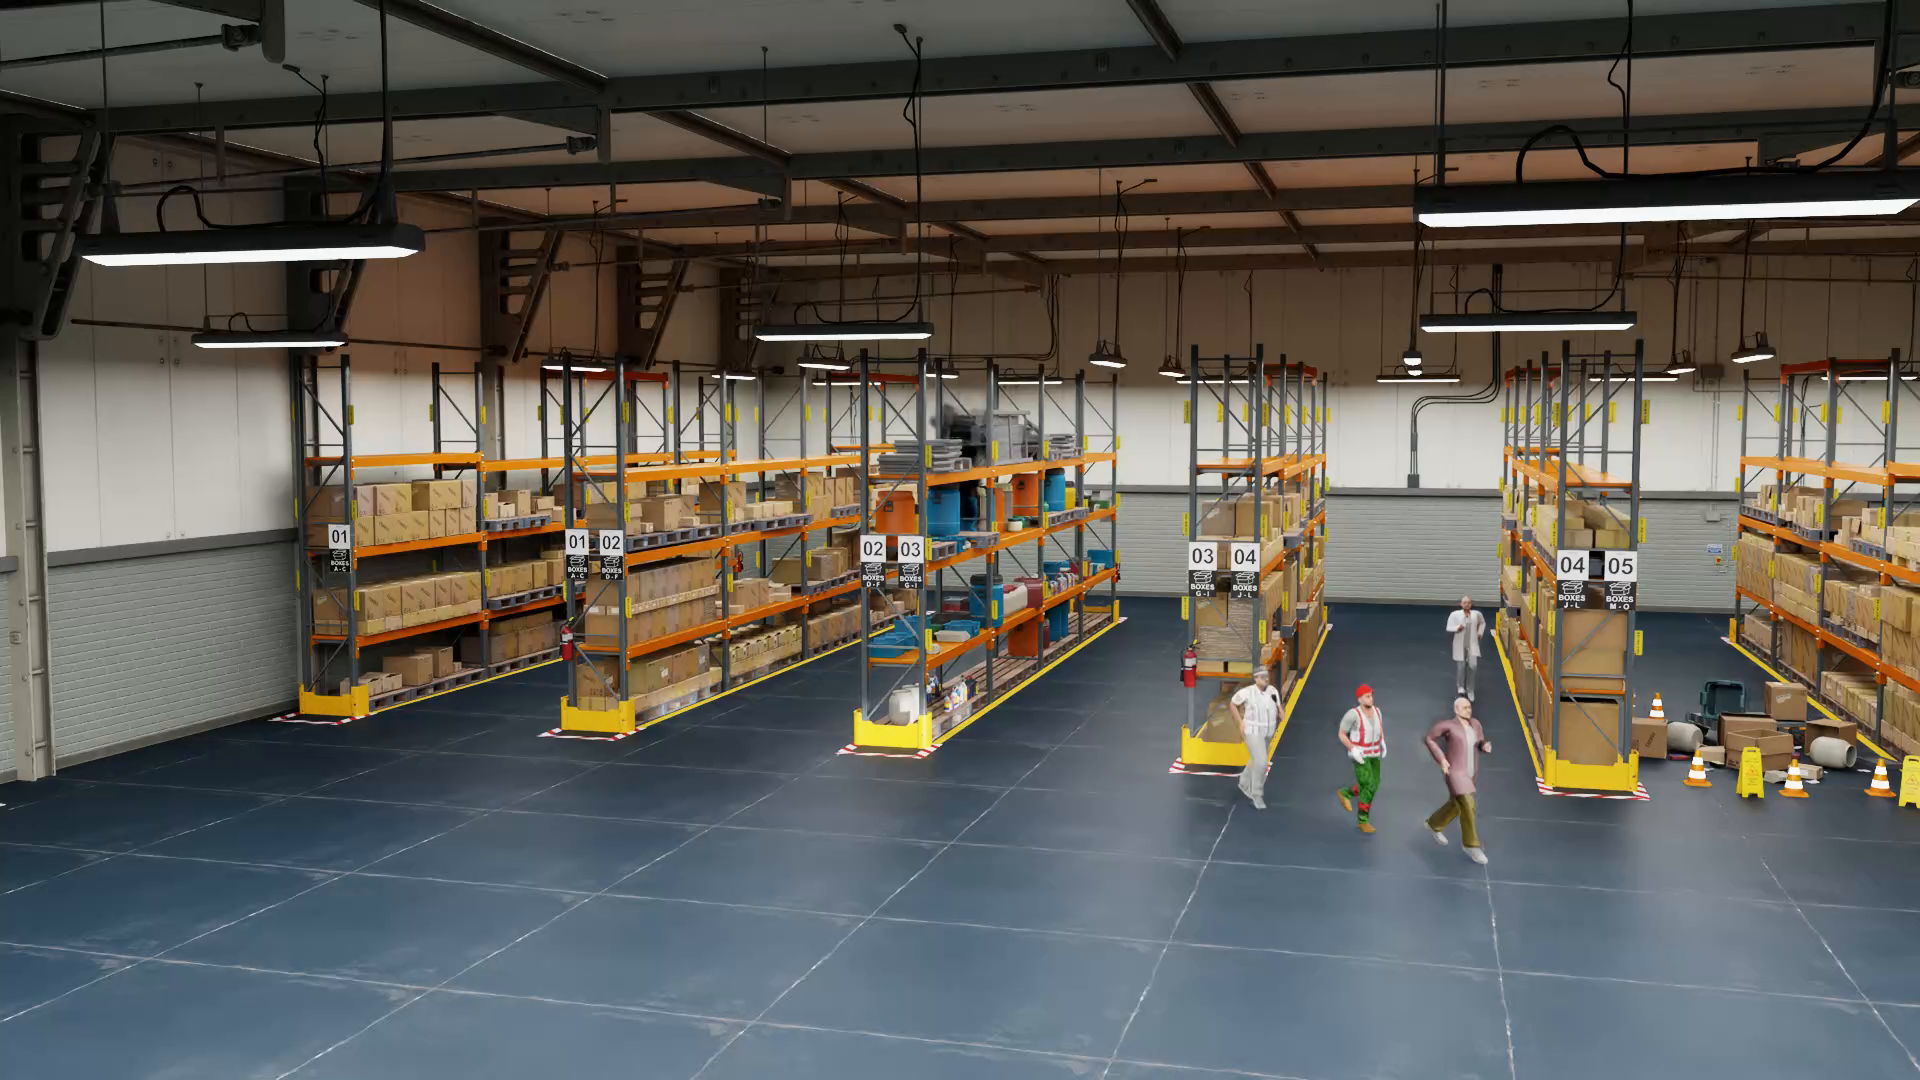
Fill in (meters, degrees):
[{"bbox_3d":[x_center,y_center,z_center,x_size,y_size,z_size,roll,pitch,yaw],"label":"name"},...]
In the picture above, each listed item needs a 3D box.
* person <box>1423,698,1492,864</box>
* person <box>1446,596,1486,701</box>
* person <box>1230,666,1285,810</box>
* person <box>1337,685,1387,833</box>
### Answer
[{"bbox_3d":[5.707,2.688,18.980,0.679,1.817,0.975,-3,5,-32],"label":"person"},{"bbox_3d":[8.940,1.919,29.372,0.685,1.844,0.794,1,4,13],"label":"person"},{"bbox_3d":[3.857,2.517,21.441,0.650,1.850,0.793,-3,5,-31],"label":"person"},{"bbox_3d":[4.841,2.616,20.200,0.660,1.773,0.697,-2,5,-30],"label":"person"}]
